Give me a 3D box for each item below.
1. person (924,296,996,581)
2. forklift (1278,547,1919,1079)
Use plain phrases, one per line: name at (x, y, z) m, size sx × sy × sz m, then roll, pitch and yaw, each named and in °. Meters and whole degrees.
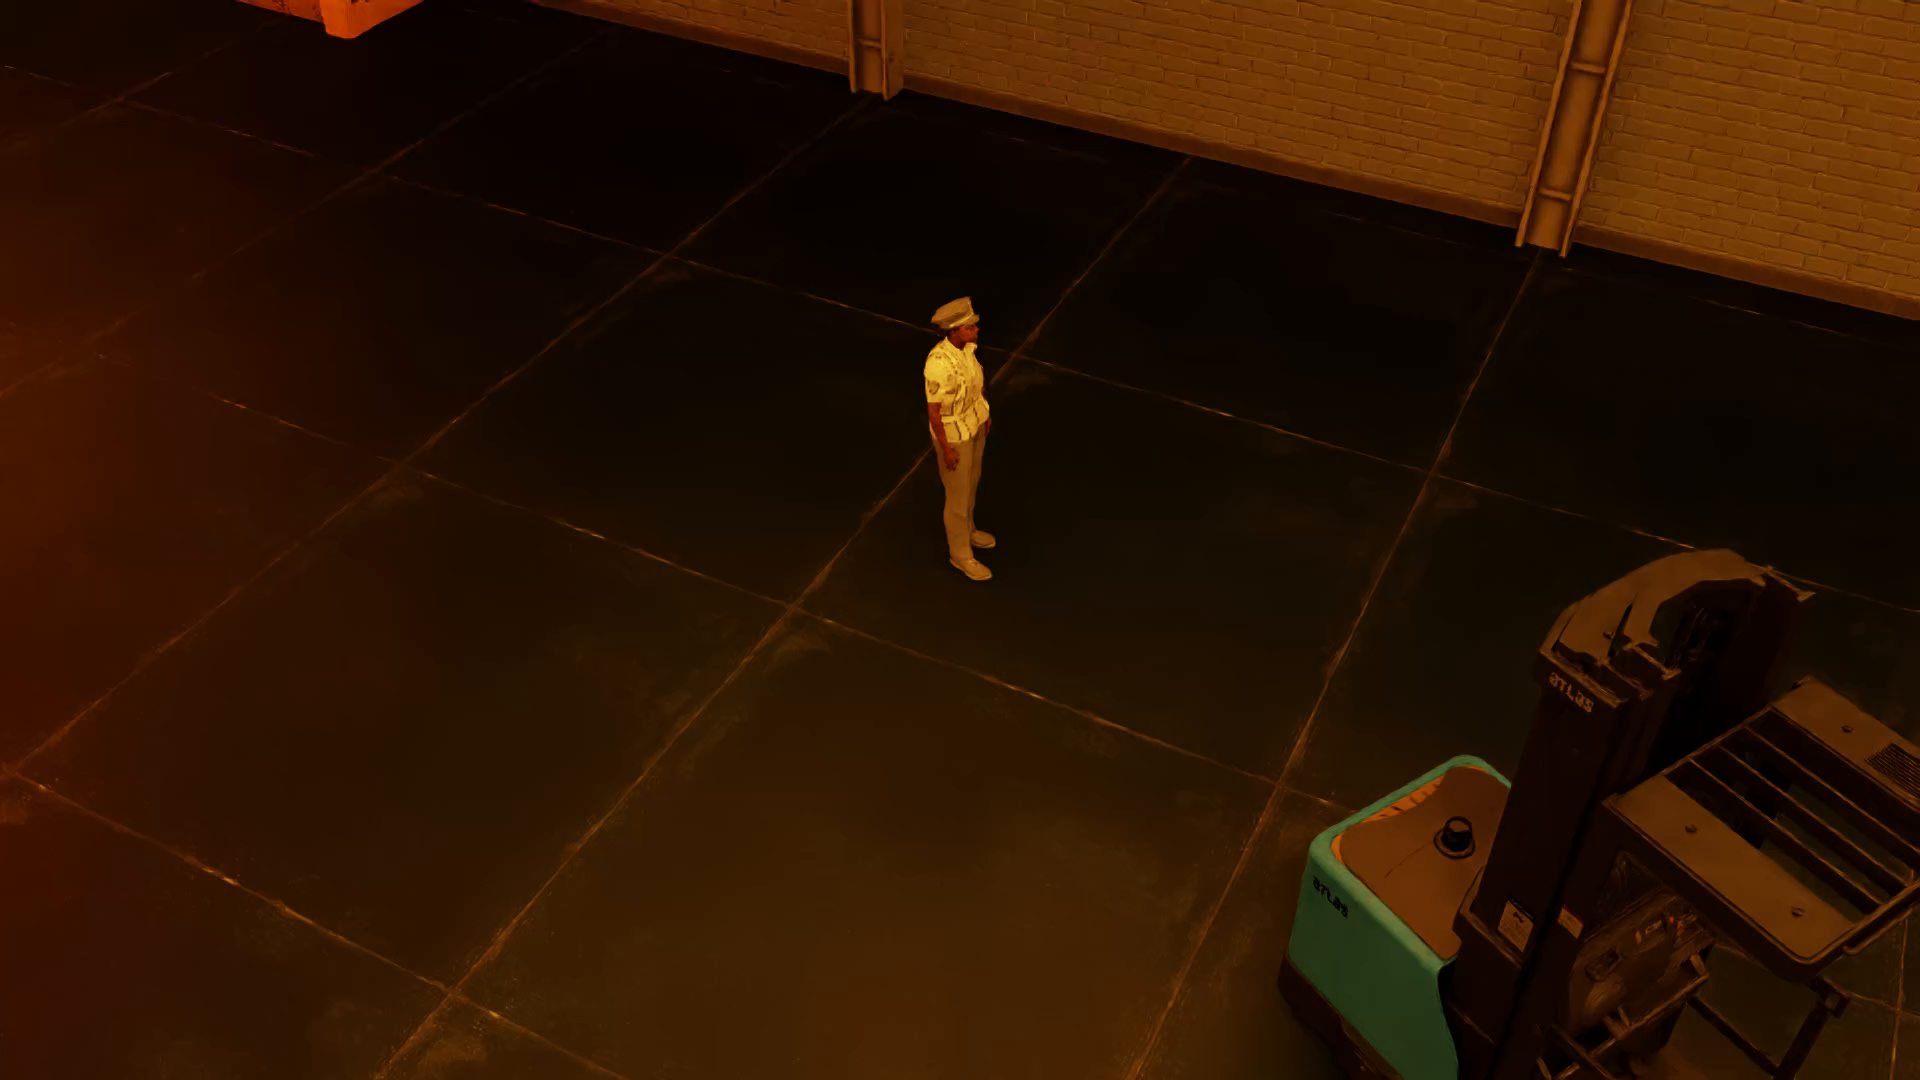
person at (0.058, -0.620, 9.672) m, size 0.529 × 1.693 × 0.570 m, roll 18°, pitch 43°, yaw 21°
forklift at (2.697, 1.607, 6.078) m, size 1.130 × 2.935 × 3.031 m, roll -23°, pitch 45°, yaw -25°
